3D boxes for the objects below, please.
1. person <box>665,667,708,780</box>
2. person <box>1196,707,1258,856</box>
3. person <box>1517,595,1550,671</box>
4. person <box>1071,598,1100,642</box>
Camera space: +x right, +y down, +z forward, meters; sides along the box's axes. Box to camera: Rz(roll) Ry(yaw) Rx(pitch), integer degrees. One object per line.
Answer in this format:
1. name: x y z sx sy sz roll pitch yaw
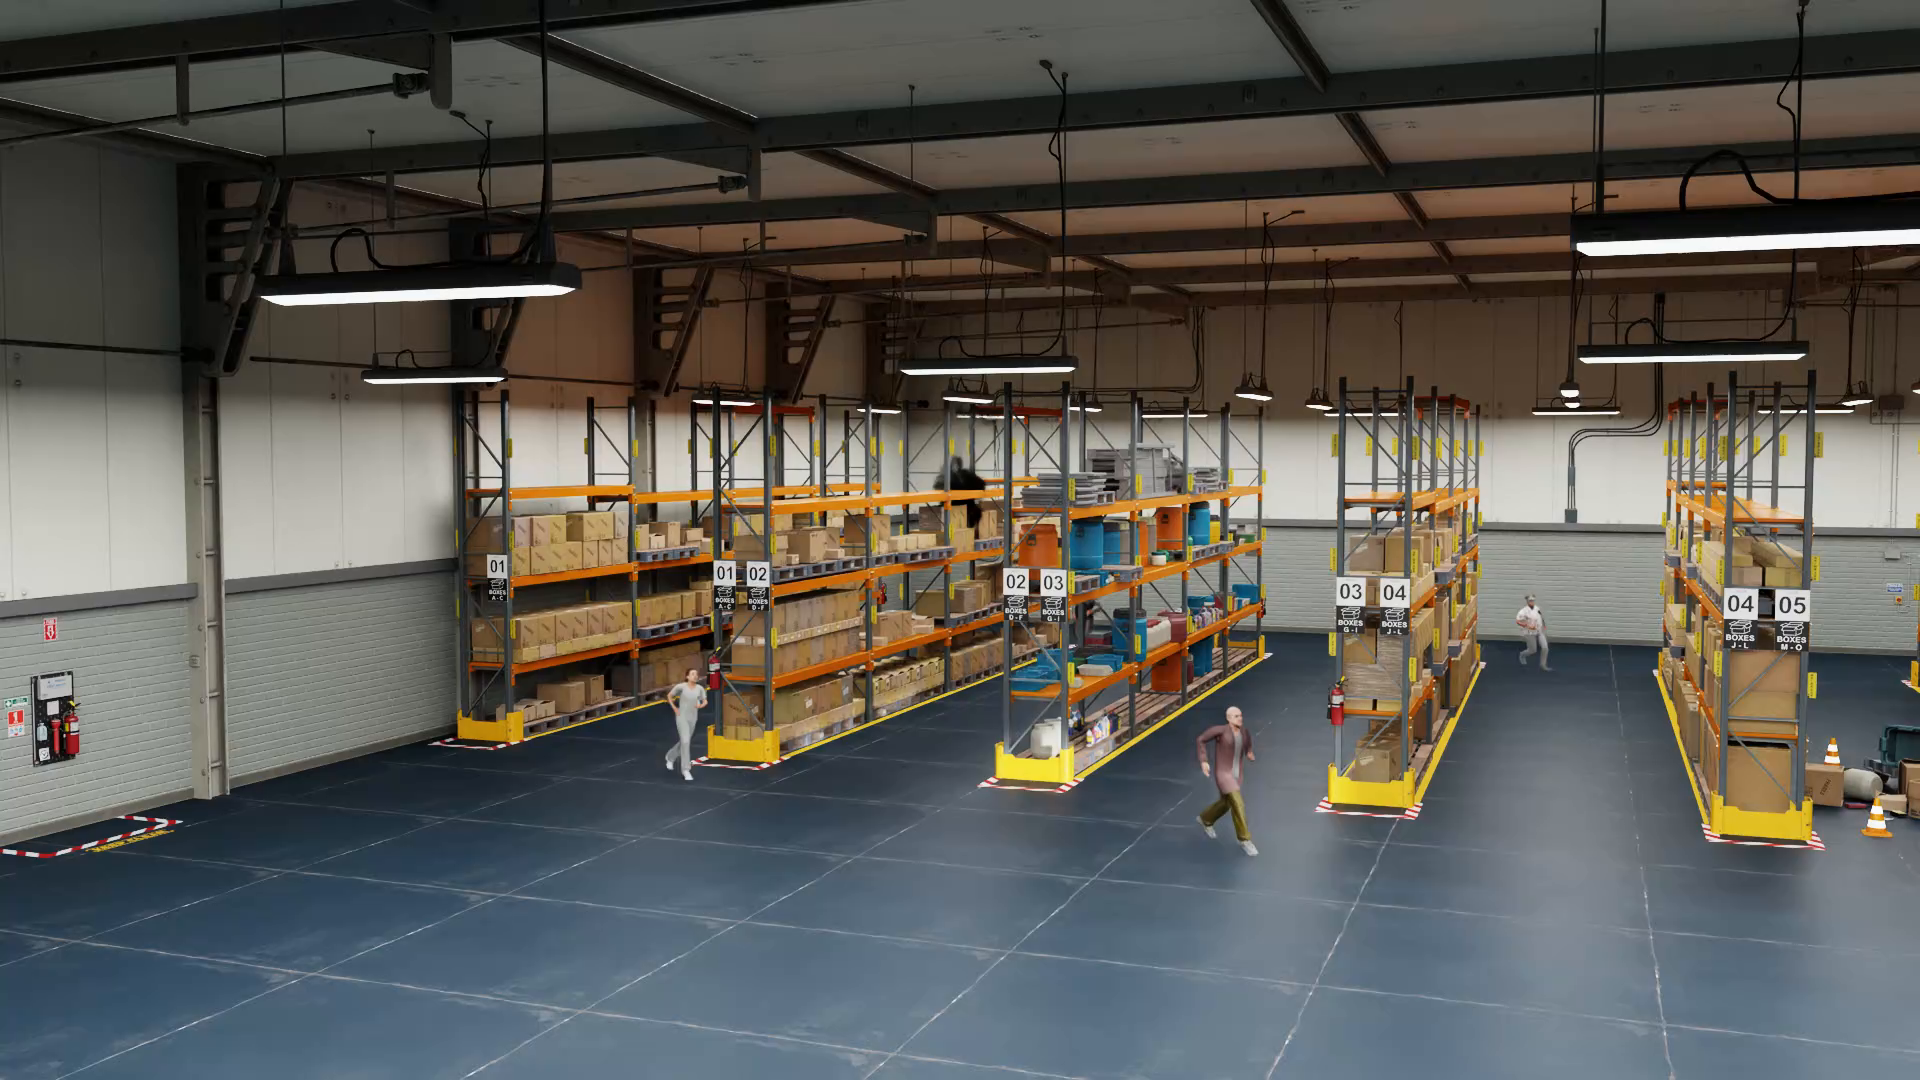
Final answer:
1. person: -4.177 2.779 25.556 0.588 1.674 0.912 -2 4 -36
2. person: 3.341 2.969 20.808 0.734 1.809 1.080 -2 4 -34
3. person: 12.969 2.089 37.732 0.686 1.719 0.685 -1 3 -16
4. person: 2.807 1.812 37.610 0.706 1.693 0.510 1 3 23
